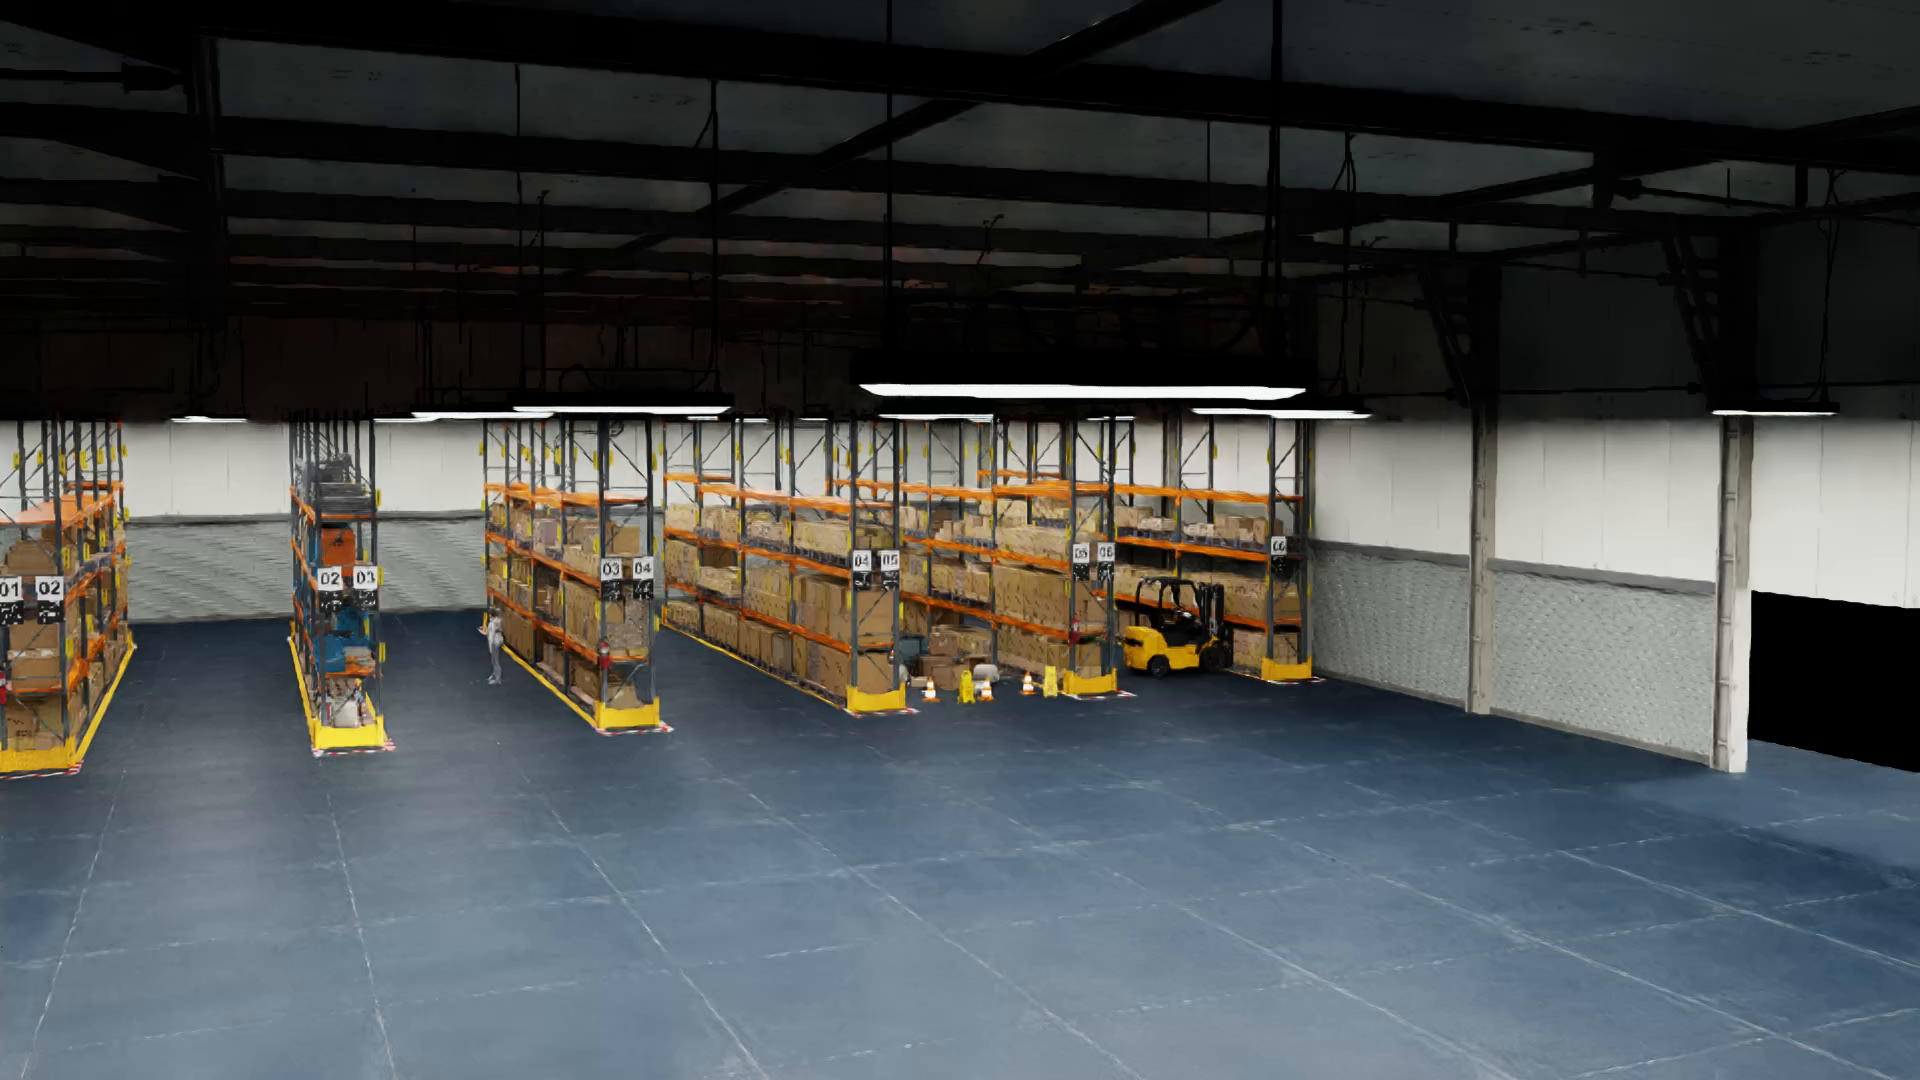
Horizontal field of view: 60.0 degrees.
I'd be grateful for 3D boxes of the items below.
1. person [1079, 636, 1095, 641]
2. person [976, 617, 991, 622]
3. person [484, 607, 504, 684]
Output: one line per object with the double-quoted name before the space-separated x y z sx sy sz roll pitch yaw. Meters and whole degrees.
"person" 3.019 2.068 39.146 0.600 1.787 0.439 3 5 36
"person" 0.728 1.523 48.000 0.535 1.655 0.566 0 4 -5
"person" -10.300 2.309 36.659 0.454 1.677 0.525 1 4 7
